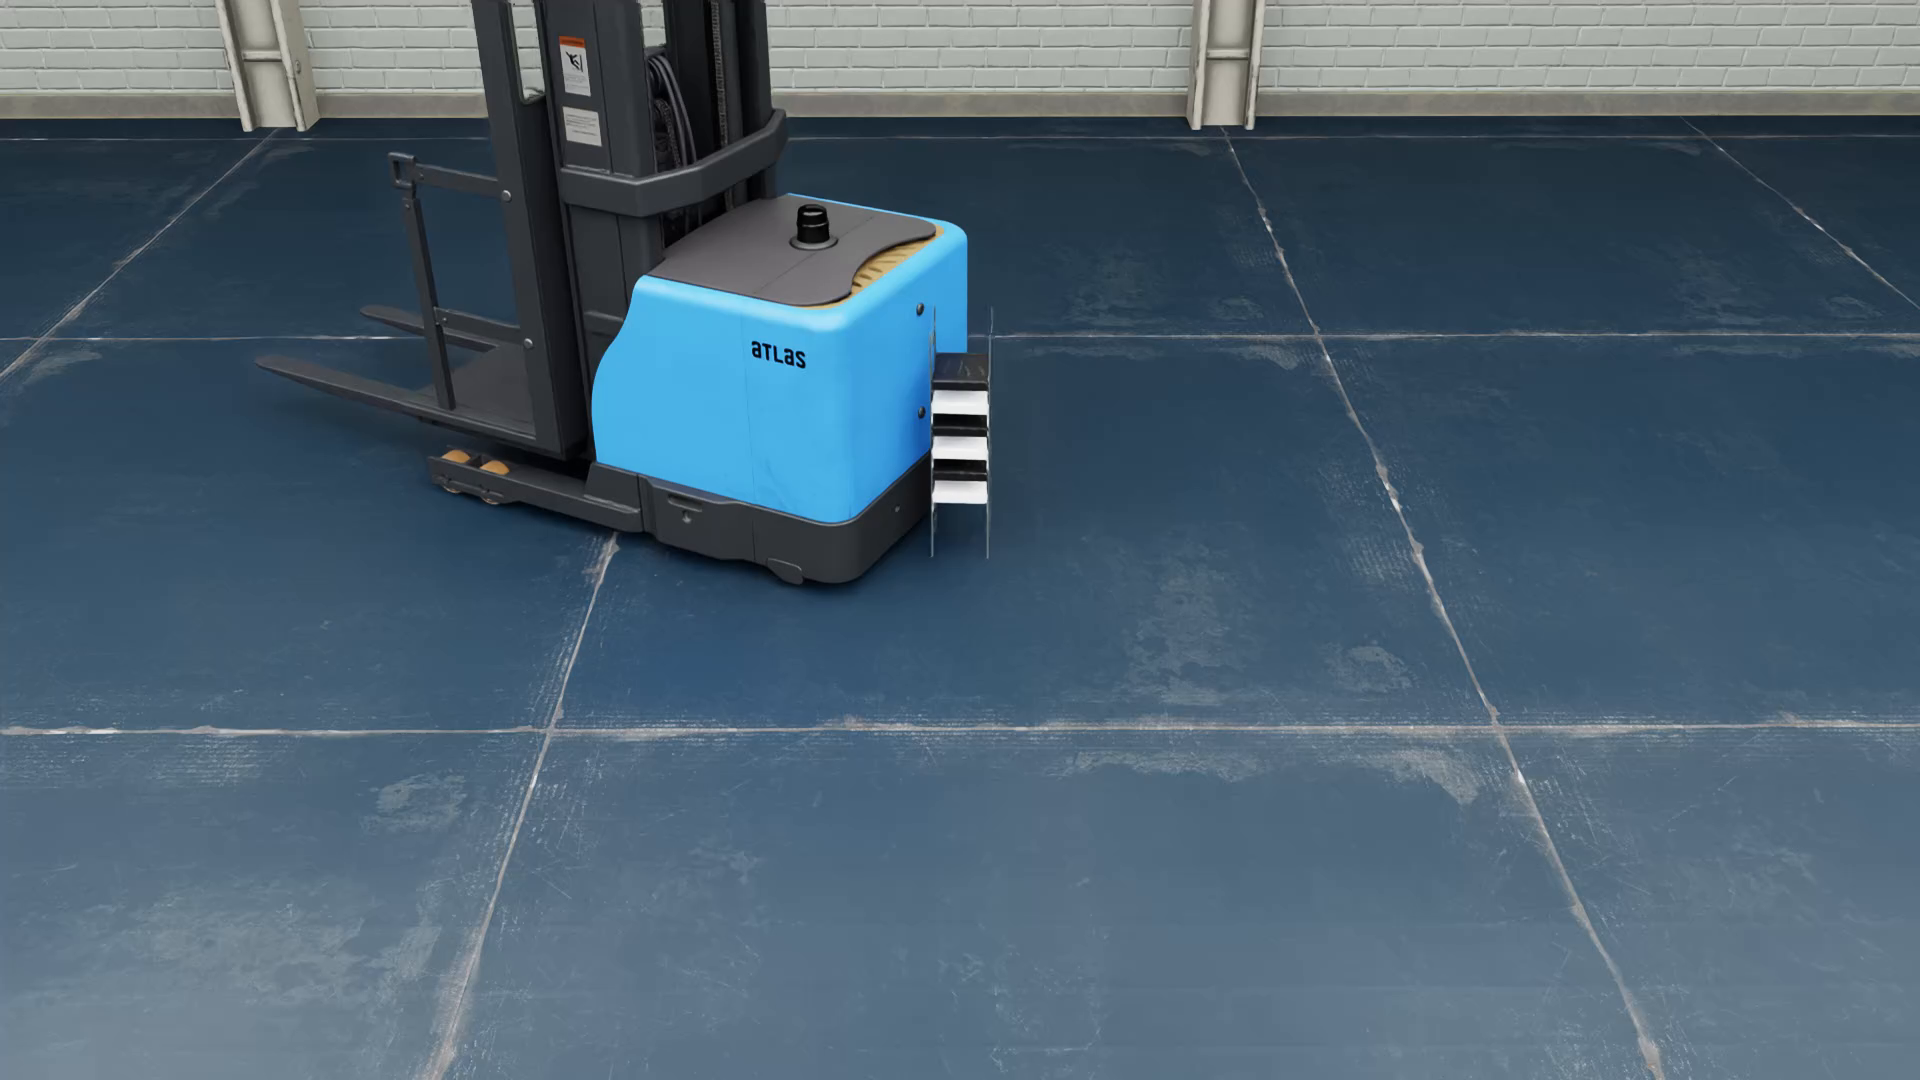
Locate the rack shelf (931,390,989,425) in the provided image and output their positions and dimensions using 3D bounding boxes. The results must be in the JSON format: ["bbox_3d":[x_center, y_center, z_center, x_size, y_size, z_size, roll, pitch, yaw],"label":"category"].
[{"bbox_3d":[0.006,-0.504,5.931,0.200,0.077,0.258,2,31,3],"label":"rack shelf"}]

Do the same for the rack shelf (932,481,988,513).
[{"bbox_3d":[0.006,-0.196,6.117,0.200,0.077,0.258,2,31,3],"label":"rack shelf"}]

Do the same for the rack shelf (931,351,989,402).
[{"bbox_3d":[0.006,-0.581,5.884,0.200,0.077,0.258,2,31,3],"label":"rack shelf"}]

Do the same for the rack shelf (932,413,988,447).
[{"bbox_3d":[0.006,-0.427,5.977,0.200,0.077,0.258,2,31,3],"label":"rack shelf"}]

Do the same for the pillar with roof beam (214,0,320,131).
[{"bbox_3d":[-4.308,-4.278,4.626,0.400,9.000,9.100,0,31,0],"label":"pillar with roof beam"}]

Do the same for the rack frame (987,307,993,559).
[{"bbox_3d":[0.108,-0.376,6.002,0.006,0.900,0.240,2,31,3],"label":"rack frame"}]

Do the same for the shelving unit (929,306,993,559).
[{"bbox_3d":[0.006,-0.379,6.007,0.210,0.900,0.258,2,31,3],"label":"shelving unit"}]

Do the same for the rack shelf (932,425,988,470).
[{"bbox_3d":[0.006,-0.350,6.024,0.200,0.077,0.258,2,31,3],"label":"rack shelf"}]

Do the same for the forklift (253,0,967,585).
[{"bbox_3d":[-1.508,-1.618,6.092,3.031,2.935,1.130,15,34,23],"label":"forklift"}]

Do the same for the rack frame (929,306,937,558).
[{"bbox_3d":[-0.096,-0.382,6.011,0.006,0.900,0.240,2,31,3],"label":"rack frame"}]

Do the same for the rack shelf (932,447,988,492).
[{"bbox_3d":[0.006,-0.273,6.071,0.200,0.077,0.258,2,31,3],"label":"rack shelf"}]

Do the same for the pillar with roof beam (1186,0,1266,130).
[{"bbox_3d":[1.692,-4.297,4.657,0.400,9.000,9.100,0,31,0],"label":"pillar with roof beam"}]
